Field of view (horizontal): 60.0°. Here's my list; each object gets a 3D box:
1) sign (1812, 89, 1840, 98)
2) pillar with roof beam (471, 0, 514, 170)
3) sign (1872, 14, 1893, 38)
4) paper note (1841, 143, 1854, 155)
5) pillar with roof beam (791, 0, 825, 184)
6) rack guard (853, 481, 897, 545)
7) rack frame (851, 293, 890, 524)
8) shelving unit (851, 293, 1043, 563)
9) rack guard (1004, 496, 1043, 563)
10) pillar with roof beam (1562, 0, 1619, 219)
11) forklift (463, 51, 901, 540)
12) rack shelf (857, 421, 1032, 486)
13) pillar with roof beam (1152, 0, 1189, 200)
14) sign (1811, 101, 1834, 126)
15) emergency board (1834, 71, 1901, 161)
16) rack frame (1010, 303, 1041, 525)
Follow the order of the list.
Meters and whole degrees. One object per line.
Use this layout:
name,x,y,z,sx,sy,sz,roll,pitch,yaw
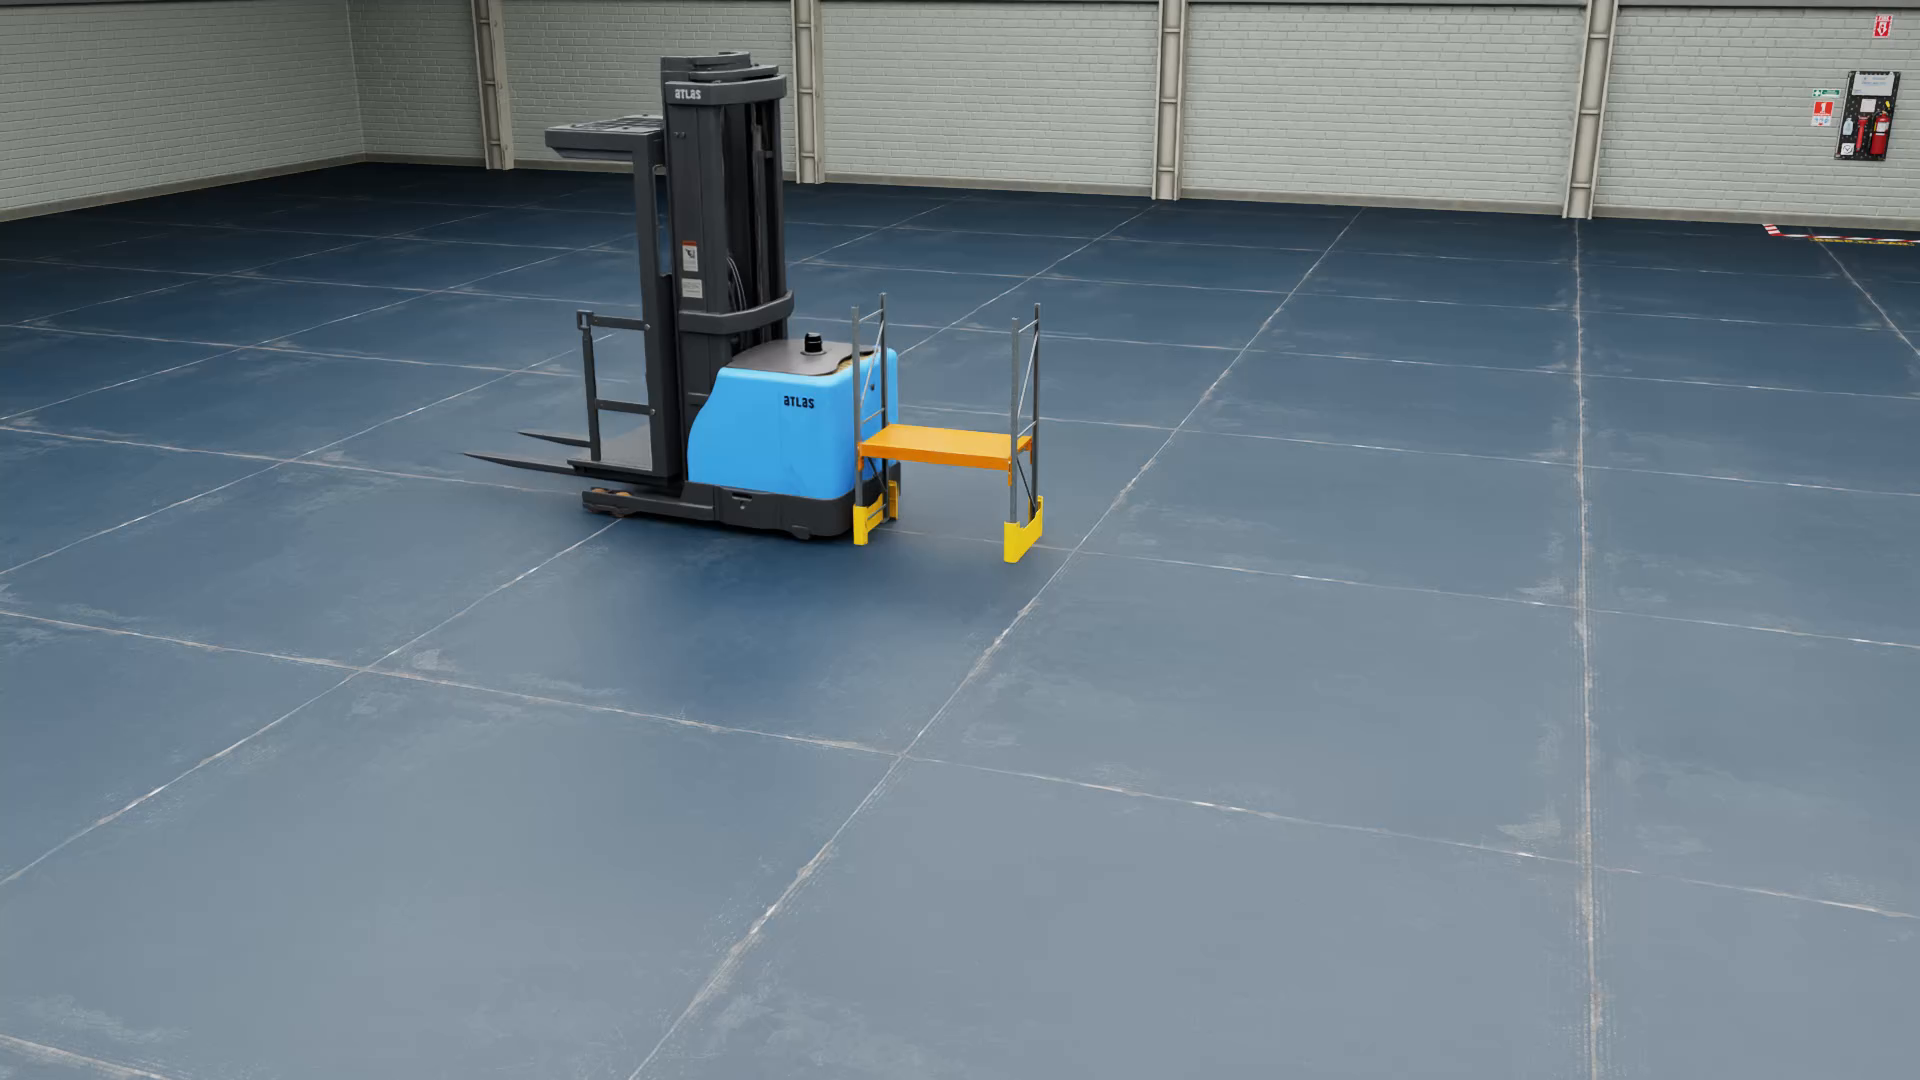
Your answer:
sign,11.722,-6.044,22.498,0.331,0.109,0.001,7,20,18
pillar with roof beam,-9.553,-9.496,24.147,0.400,9.000,9.100,7,20,18
sign,12.234,-6.815,22.047,0.199,0.298,0.001,7,20,18
paper note,12.064,-5.313,22.598,0.142,0.148,0.016,7,20,18
pillar with roof beam,-3.885,-8.848,22.288,0.400,9.000,9.100,7,20,18
rack guard,-0.542,-0.180,10.713,0.087,0.250,0.587,7,20,18
rack frame,-0.561,-0.772,10.513,0.032,1.500,0.500,7,20,18
shelving unit,-0.072,-0.716,10.353,1.083,1.500,0.587,7,20,18
rack guard,0.398,-0.072,10.404,0.087,0.250,0.587,7,20,18
pillar with roof beam,7.450,-7.552,18.569,0.400,9.000,9.100,7,20,18
forklift,-1.963,-1.684,10.954,3.031,2.935,1.130,8,21,22
rack shelf,-0.081,-0.548,10.415,1.000,0.185,0.538,7,20,18
pillar with roof beam,1.782,-8.200,20.428,0.400,9.000,9.100,7,20,18
sign,11.720,-5.797,22.594,0.234,0.329,0.001,7,20,18
emergency board,12.209,-5.688,22.337,0.643,1.169,0.194,7,20,18
rack frame,0.400,-0.663,10.198,0.032,1.500,0.500,7,20,18
